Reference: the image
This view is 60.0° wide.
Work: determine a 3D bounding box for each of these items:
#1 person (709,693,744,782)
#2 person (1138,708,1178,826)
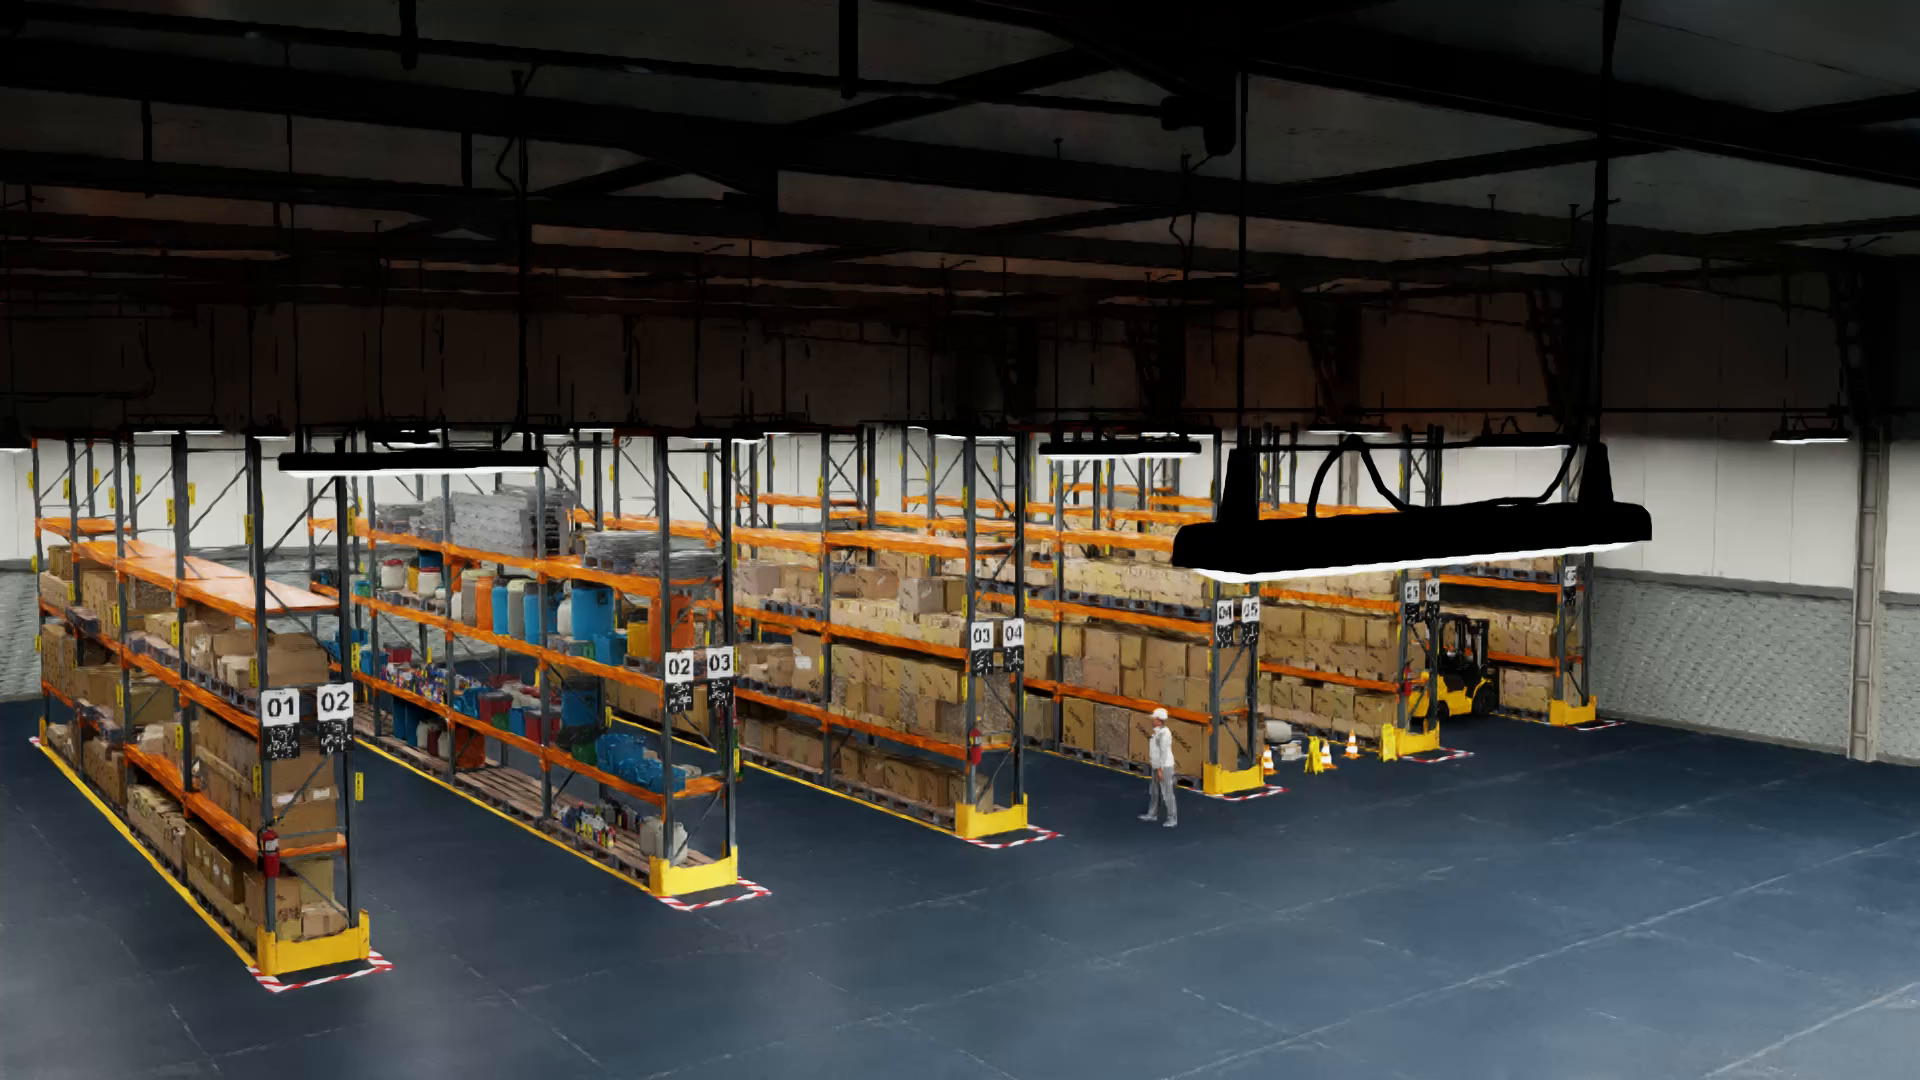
[{"bbox_3d":[-3.999,3.201,28.346,0.581,1.785,0.664,-1,5,-12],"label":"person"},{"bbox_3d":[3.026,3.438,25.384,0.576,1.768,0.626,0,4,-6],"label":"person"}]
